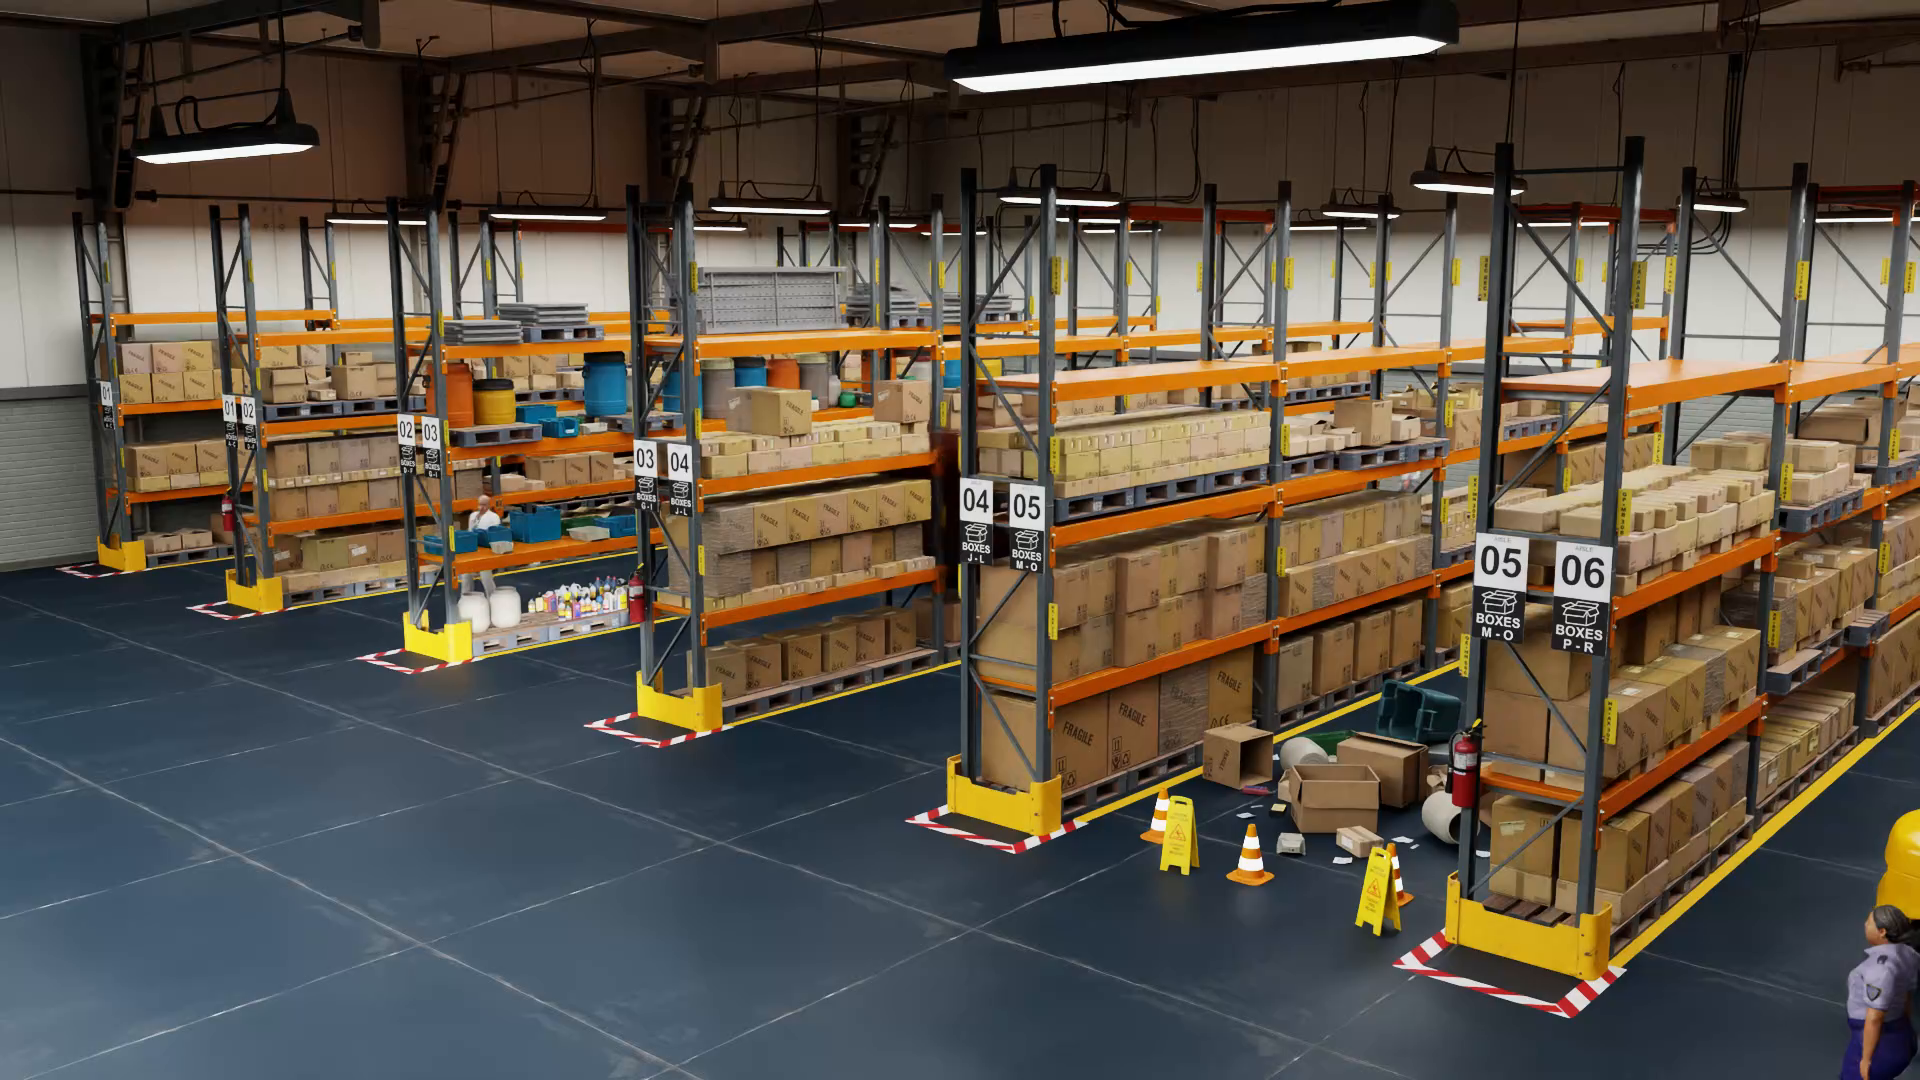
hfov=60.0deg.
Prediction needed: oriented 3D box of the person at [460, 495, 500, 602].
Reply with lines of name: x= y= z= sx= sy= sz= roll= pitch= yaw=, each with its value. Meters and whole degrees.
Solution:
person: x=-7.139 y=0.252 z=24.549 sx=0.595 sy=1.793 sz=0.774 roll=4 pitch=10 yaw=20

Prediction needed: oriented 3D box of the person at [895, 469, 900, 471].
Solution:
person: x=-1.386 y=-2.533 z=41.471 sx=0.453 sy=1.616 sz=0.863 roll=7 pitch=12 yaw=37

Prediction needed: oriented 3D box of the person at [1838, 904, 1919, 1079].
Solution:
person: x=5.179 y=2.835 z=9.280 sx=0.598 sy=1.617 sz=0.487 roll=8 pitch=13 yaw=41

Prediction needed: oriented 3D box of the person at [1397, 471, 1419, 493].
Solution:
person: x=8.920 y=-1.199 z=33.091 sx=0.478 sy=1.803 sz=0.579 roll=3 pitch=10 yaw=17
